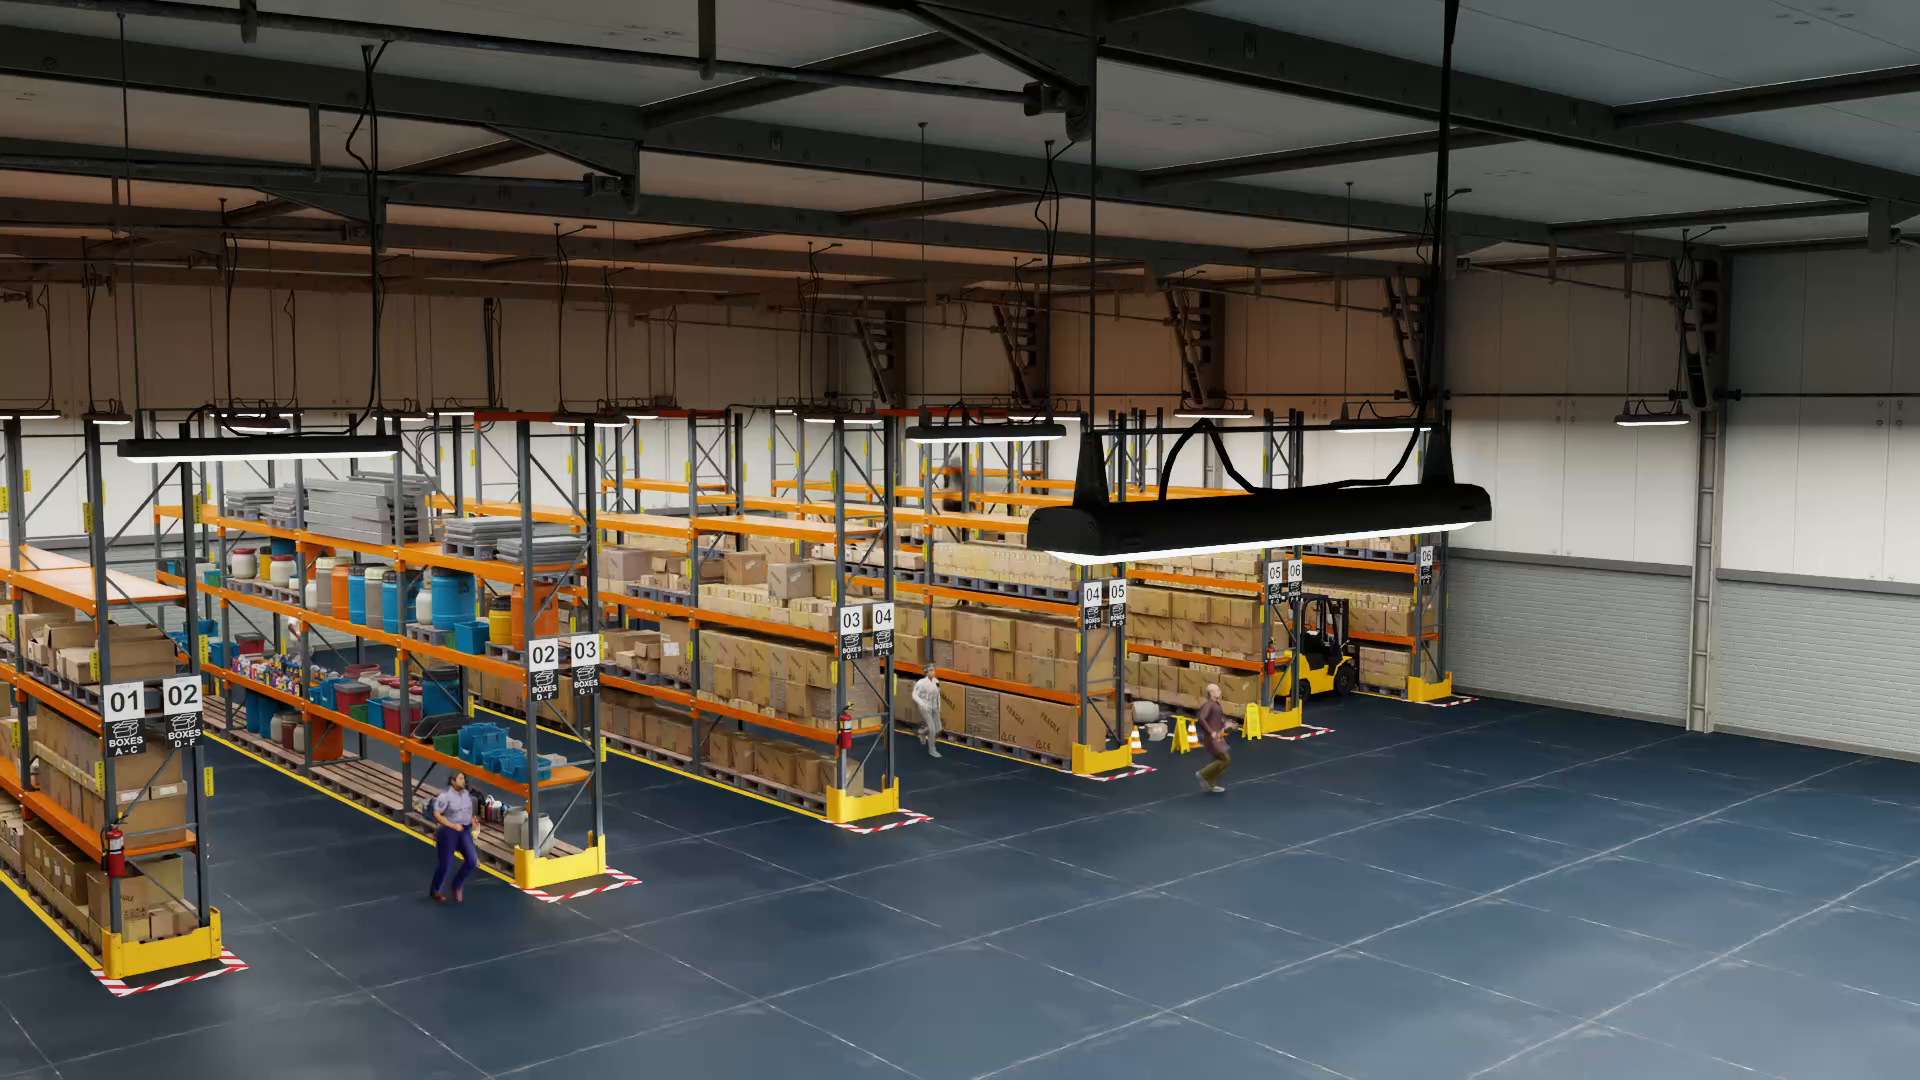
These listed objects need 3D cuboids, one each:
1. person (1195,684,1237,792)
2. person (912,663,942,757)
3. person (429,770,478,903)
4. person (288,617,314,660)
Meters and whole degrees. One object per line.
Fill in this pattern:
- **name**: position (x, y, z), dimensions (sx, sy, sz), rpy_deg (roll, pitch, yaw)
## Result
- **person**: position (4.061, 3.147, 26.393), dimensions (0.634, 1.736, 0.727), rpy_deg (1, 5, 12)
- **person**: position (-0.580, 2.957, 29.161), dimensions (0.639, 1.662, 0.546), rpy_deg (-4, 6, -39)
- **person**: position (-6.290, 3.705, 20.819), dimensions (0.599, 1.641, 0.675), rpy_deg (3, 6, 34)
- **person**: position (-14.756, 2.195, 37.224), dimensions (0.597, 1.721, 0.690), rpy_deg (-3, 6, -30)
